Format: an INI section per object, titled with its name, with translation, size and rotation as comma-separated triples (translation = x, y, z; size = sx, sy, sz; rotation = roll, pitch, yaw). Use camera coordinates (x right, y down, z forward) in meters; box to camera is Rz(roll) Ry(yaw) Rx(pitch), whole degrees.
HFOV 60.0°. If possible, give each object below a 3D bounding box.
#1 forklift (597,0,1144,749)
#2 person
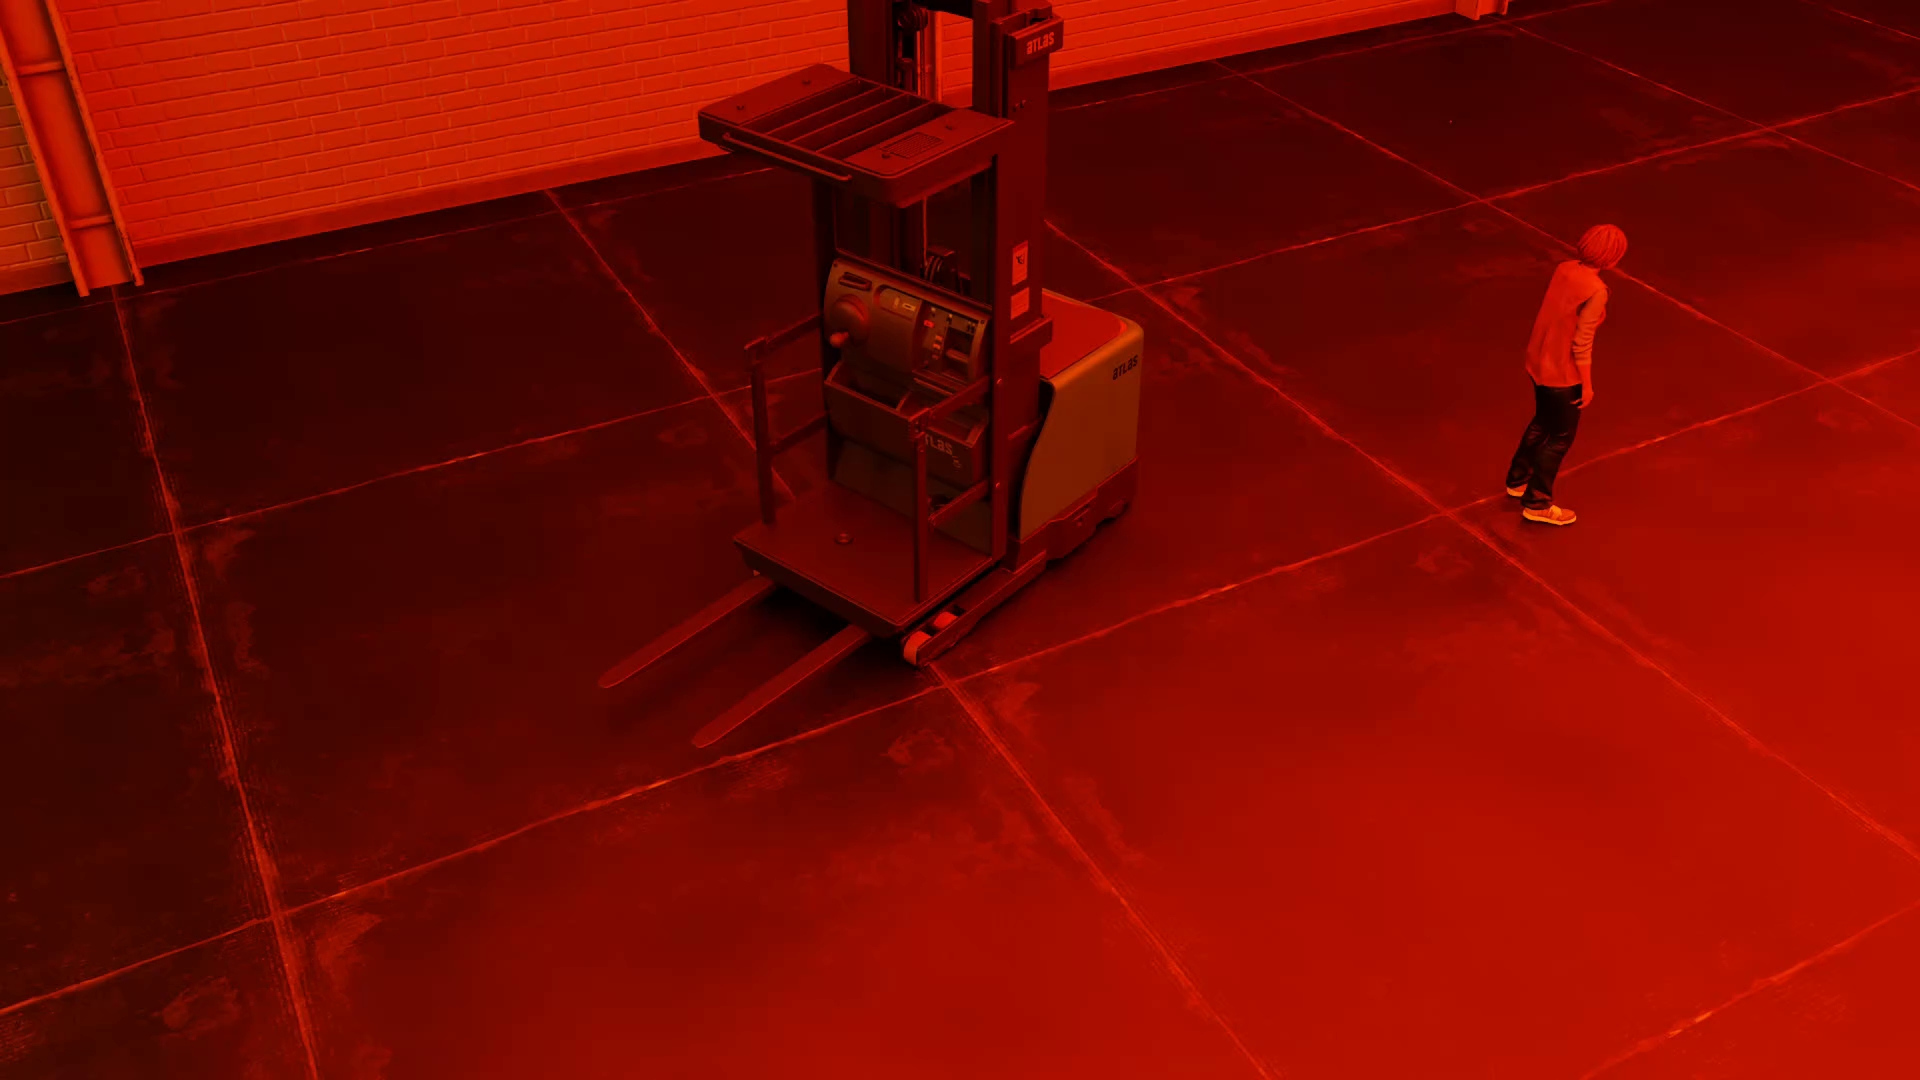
[forklift]
translation = -0.390, -0.927, 7.434
size = 1.130, 2.935, 3.031
rotation = 26, 43, 31
[person]
translation = 3.076, -0.855, 8.492
size = 0.346, 1.593, 0.478
rotation = -4, 35, -5
